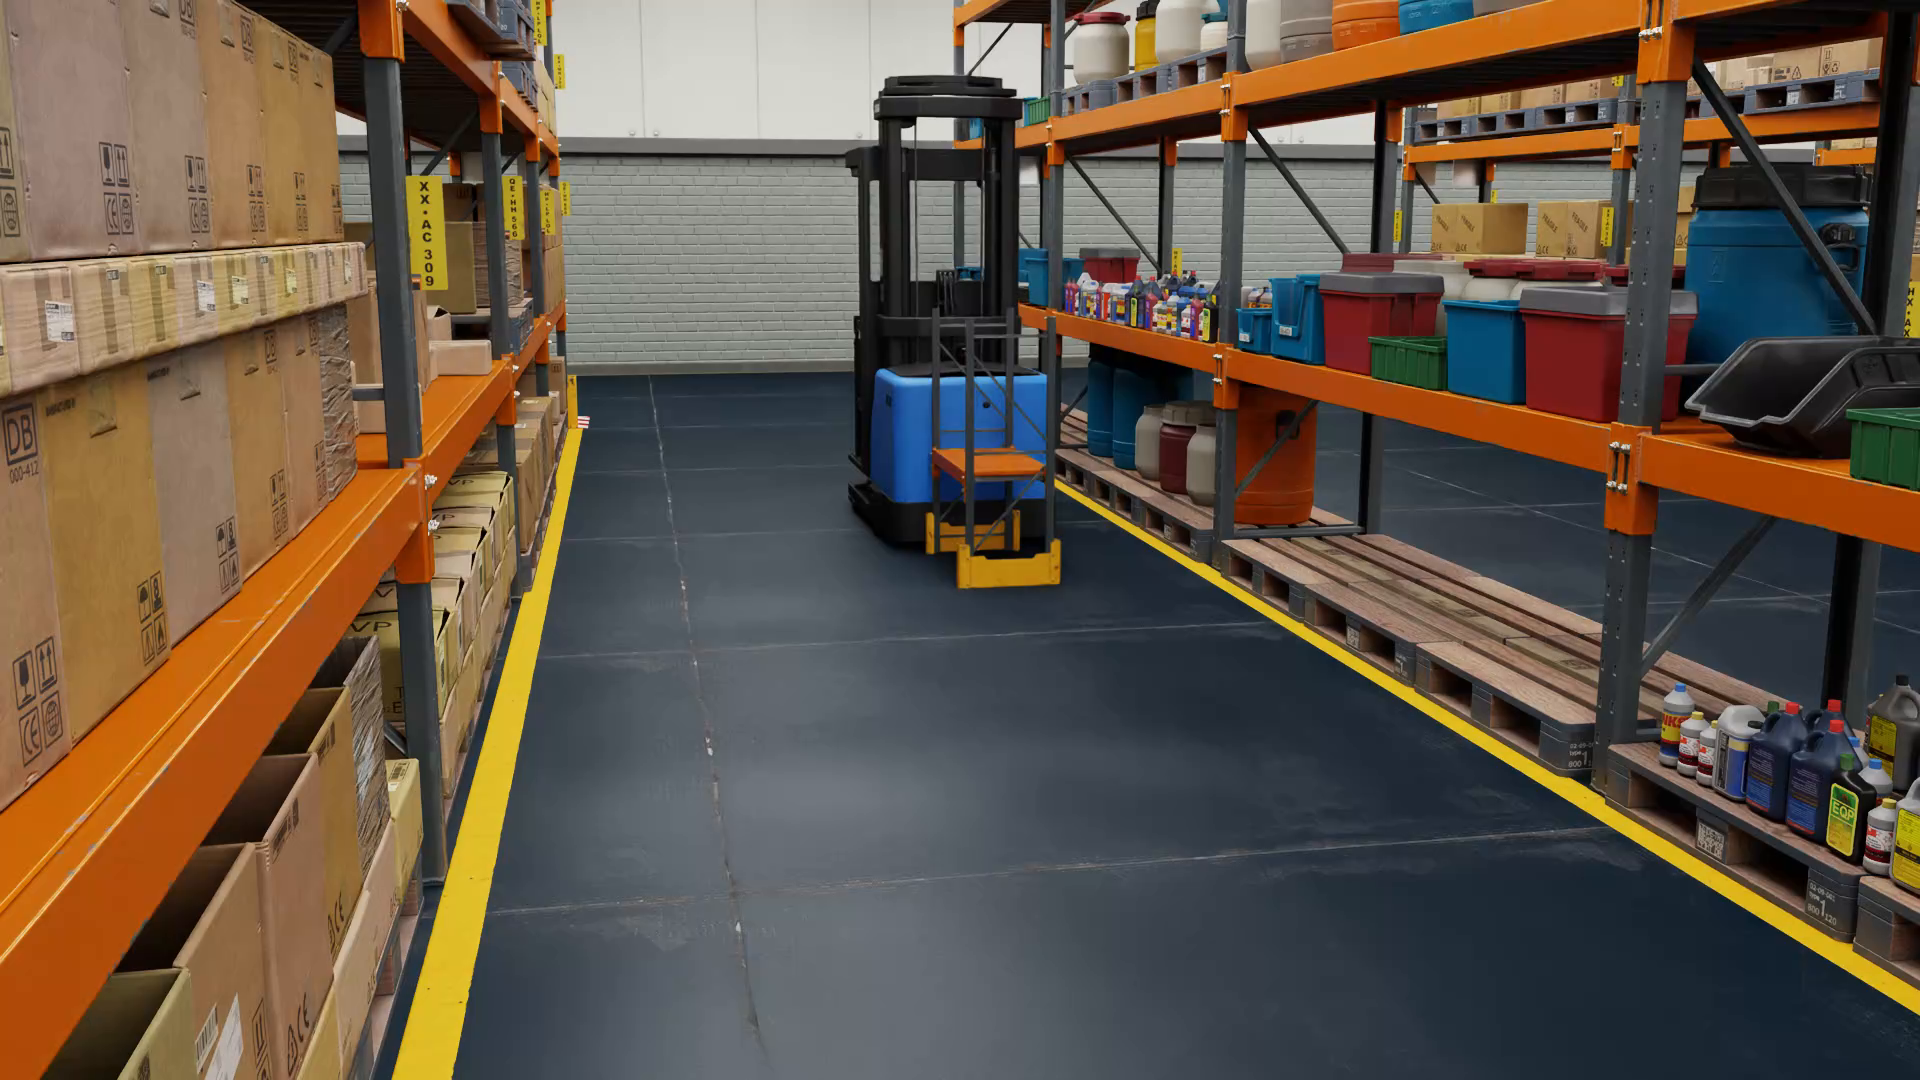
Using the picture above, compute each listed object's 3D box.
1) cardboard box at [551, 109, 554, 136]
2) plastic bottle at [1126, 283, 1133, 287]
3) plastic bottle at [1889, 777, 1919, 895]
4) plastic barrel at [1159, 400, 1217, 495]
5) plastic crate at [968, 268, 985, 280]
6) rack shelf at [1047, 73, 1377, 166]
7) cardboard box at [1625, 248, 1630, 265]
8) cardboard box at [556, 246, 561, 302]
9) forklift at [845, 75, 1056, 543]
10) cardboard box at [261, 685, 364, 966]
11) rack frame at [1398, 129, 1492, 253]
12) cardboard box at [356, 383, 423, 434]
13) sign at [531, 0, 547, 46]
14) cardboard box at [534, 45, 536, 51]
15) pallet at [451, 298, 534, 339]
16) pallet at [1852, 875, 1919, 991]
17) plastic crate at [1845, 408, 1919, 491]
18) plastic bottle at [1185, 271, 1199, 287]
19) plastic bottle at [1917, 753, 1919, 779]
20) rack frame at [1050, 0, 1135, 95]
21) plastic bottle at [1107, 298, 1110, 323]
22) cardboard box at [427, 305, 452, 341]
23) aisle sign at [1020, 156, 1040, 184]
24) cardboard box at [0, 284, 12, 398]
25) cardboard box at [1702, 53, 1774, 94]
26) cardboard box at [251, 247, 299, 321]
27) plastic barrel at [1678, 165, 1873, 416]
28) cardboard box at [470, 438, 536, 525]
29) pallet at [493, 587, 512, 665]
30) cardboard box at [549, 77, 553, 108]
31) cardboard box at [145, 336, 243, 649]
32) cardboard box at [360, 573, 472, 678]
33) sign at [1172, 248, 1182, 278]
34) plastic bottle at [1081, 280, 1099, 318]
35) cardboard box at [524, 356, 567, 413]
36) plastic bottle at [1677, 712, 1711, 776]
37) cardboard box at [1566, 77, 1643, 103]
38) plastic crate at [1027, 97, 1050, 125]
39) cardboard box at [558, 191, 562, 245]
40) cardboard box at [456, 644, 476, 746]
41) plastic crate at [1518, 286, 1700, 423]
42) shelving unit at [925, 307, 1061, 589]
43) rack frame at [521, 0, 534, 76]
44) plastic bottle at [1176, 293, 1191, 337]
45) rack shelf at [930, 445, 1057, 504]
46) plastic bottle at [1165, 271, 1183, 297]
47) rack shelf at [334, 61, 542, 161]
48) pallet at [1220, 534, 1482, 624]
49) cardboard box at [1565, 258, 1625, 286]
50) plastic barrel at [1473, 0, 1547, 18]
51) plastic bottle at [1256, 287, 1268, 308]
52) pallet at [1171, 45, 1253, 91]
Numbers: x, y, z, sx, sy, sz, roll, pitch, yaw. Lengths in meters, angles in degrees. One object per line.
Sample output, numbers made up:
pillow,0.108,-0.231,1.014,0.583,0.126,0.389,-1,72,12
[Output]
cardboard box,-3.978,-3.829,15.170,0.500,0.250,0.500,-2,11,-11
plastic bottle,1.260,-1.728,12.083,0.152,0.276,0.135,-2,11,-11
plastic bottle,2.639,0.776,4.503,0.144,0.351,0.185,-2,11,-11
plastic barrel,1.660,-0.636,11.342,0.600,0.588,0.708,-2,11,-11
plastic crate,0.289,-2.555,16.383,0.416,0.233,0.300,-2,11,-11
rack shelf,1.603,-2.805,11.313,1.077,0.370,4.000,-2,11,-11
cardboard box,5.917,-2.187,13.900,0.500,0.500,0.500,-2,11,-11
cardboard box,-3.873,-2.396,14.995,0.500,0.500,0.500,-2,11,-11
forklift,-0.189,-1.653,11.543,1.130,2.935,3.031,-2,11,-11
cardboard box,-1.598,0.632,3.580,0.500,0.500,0.500,-2,11,-11
rack frame,5.294,-2.965,18.254,1.000,3.000,0.127,-2,11,-11
cardboard box,-2.061,-0.452,5.718,0.380,0.149,0.250,-2,11,-11
sign,-3.102,-3.814,12.255,0.100,0.325,0.005,-2,11,-11
cardboard box,-3.839,-4.162,13.578,0.700,0.500,0.500,-2,11,-11
pallet,-3.250,-1.401,10.547,1.003,0.211,1.213,-2,11,-11
pallet,3.100,1.134,4.172,1.003,0.211,1.213,-2,11,-11
plastic crate,2.757,-0.221,4.403,0.450,0.188,0.662,-2,11,-11
plastic bottle,1.750,-1.837,12.457,0.144,0.351,0.185,-2,11,-11
plastic bottle,3.075,0.690,5.155,0.152,0.276,0.135,-2,11,-11
rack frame,1.214,-4.999,12.893,1.000,3.000,0.127,-2,11,-11
plastic bottle,1.106,-1.663,11.944,0.097,0.201,0.097,0,11,0
cardboard box,-2.840,-1.027,8.306,0.500,0.311,0.500,-1,11,-7
aisle sign,0.709,-4.086,17.190,0.394,0.787,0.004,-2,11,-11
cardboard box,-1.278,-0.213,1.791,0.380,0.149,0.250,-2,11,-11
cardboard box,6.197,-3.663,13.014,0.500,0.311,0.500,-3,11,-13
cardboard box,-1.630,-0.544,3.530,0.380,0.149,0.250,-2,11,-11
plastic barrel,2.992,-0.913,6.128,0.600,0.901,0.708,-2,11,-11
cardboard box,-2.783,-0.316,9.846,0.500,0.500,0.500,-3,11,-13
pallet,-2.746,0.384,8.116,1.003,0.211,1.213,-2,11,-11
cardboard box,-3.976,-4.075,15.124,0.500,0.250,0.500,-2,11,-11
cardboard box,-1.694,-0.090,2.882,0.700,0.500,0.500,-2,11,-9
cardboard box,-2.018,0.287,5.897,0.500,0.311,0.500,-2,11,-12
sign,1.754,-2.207,13.531,0.100,0.325,0.005,-2,11,-11
plastic bottle,1.001,-1.825,12.594,0.152,0.276,0.135,-2,11,-11
cardboard box,-4.076,-1.503,16.081,0.500,0.500,0.500,-2,11,-11
plastic bottle,2.422,0.667,5.477,0.097,0.201,0.097,0,11,0
cardboard box,5.861,-4.151,14.804,0.700,0.500,0.500,-3,11,-14
plastic crate,0.835,-3.488,13.544,0.450,0.188,0.662,-2,11,-11
cardboard box,-3.968,-2.982,15.399,0.500,0.500,0.500,-2,11,-9
cardboard box,-2.023,0.563,5.949,0.500,0.250,0.500,-2,11,-10
plastic crate,2.376,-0.694,6.147,0.402,0.464,0.583,-2,11,-11
shelving unit,0.176,-0.571,9.687,0.587,1.500,1.083,-2,11,-11
rack frame,-3.646,-4.819,11.950,1.000,3.000,0.127,-2,11,-11
plastic bottle,1.408,-1.413,10.444,0.097,0.271,0.097,0,11,0
rack shelf,0.178,-0.393,9.712,0.538,0.185,1.000,-2,11,-11
plastic bottle,1.608,-1.832,12.429,0.144,0.351,0.185,-2,11,-11
rack shelf,-3.257,-2.626,10.370,1.077,0.370,4.000,-2,11,-11
pallet,2.105,0.195,9.106,1.003,0.211,1.213,-2,11,-11
cardboard box,5.729,-2.376,14.762,0.500,0.250,0.500,-2,11,-12
plastic barrel,2.331,-2.510,6.496,0.600,0.901,0.600,0,11,0
plastic bottle,2.045,-1.565,11.211,0.061,0.283,0.133,-2,11,-11
pallet,1.939,-2.843,10.092,1.003,0.211,1.213,-2,11,-11
